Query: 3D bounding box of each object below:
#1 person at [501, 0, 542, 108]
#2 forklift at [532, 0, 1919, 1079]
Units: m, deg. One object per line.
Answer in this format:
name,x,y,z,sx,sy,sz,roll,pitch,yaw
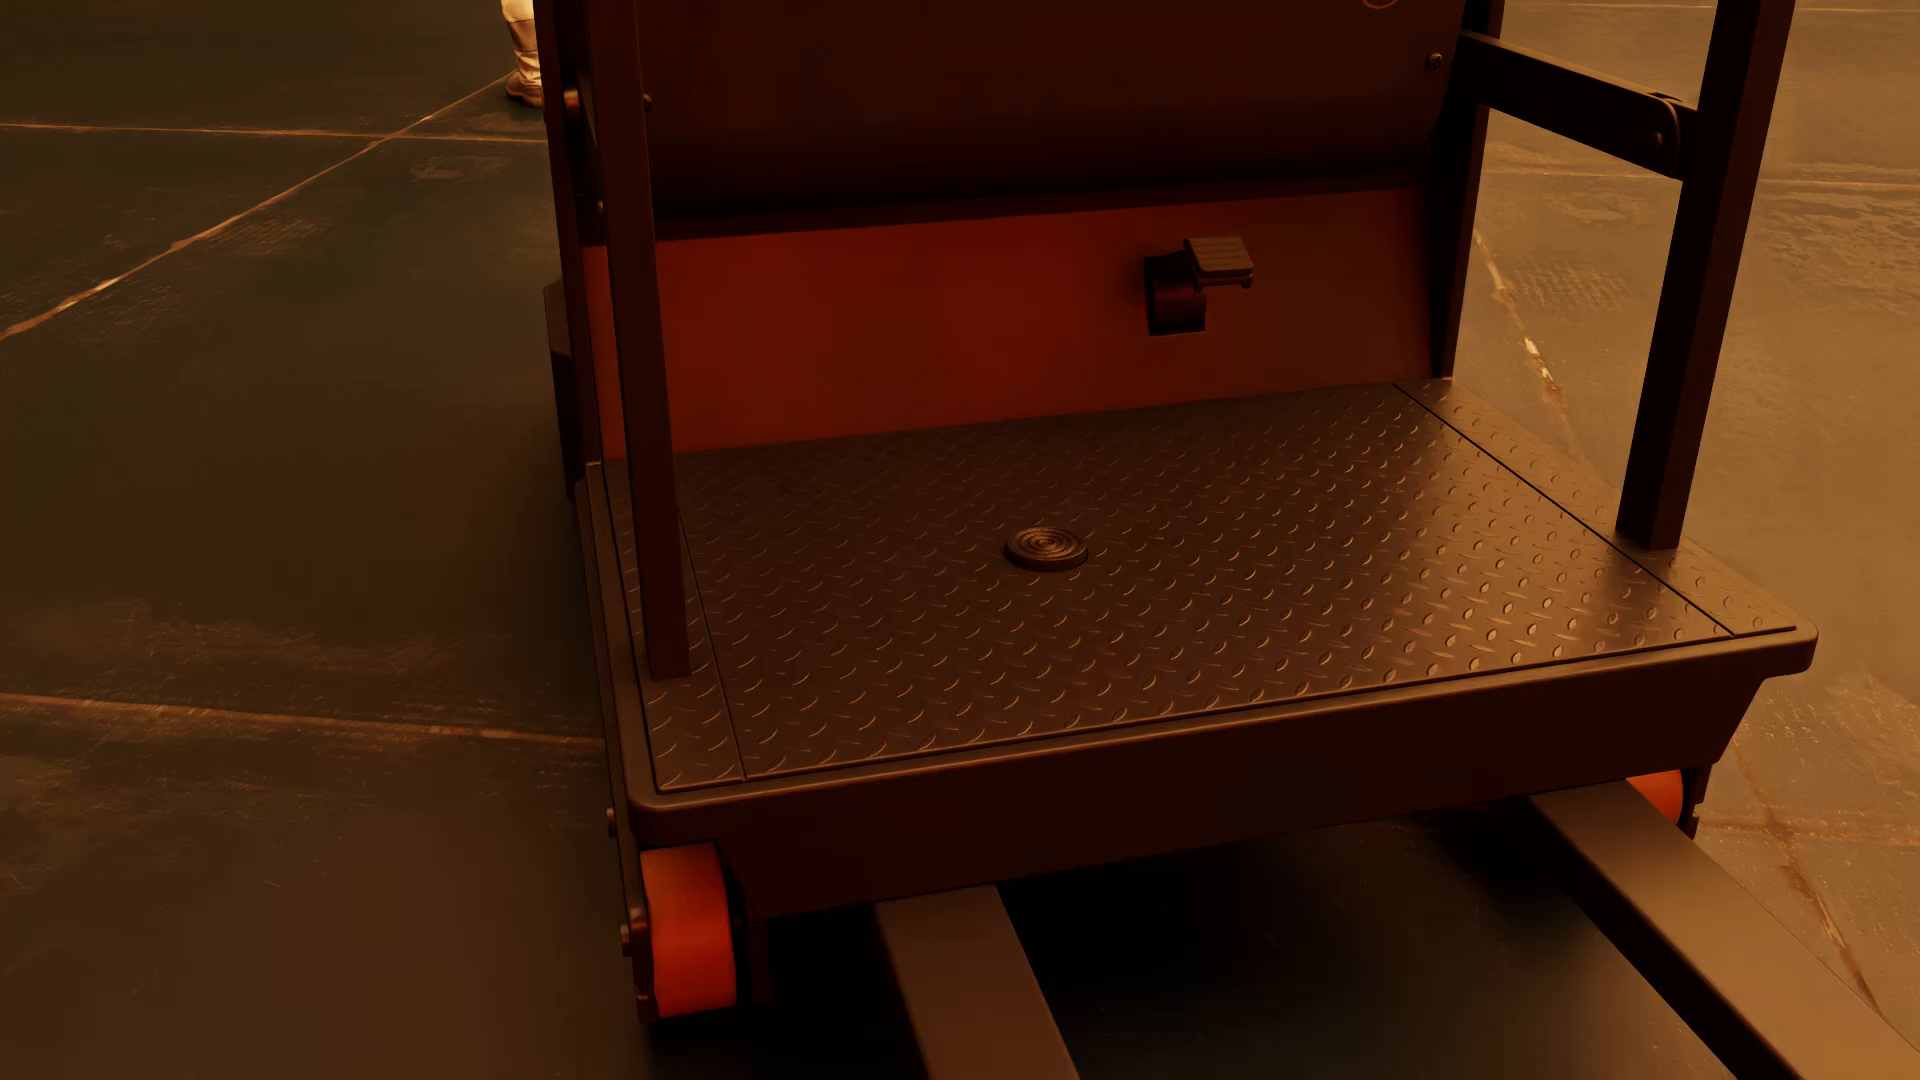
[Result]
person,-1.259,-2.217,4.958,0.612,1.778,0.451,-11,28,-21
forklift,0.153,-1.049,1.319,1.130,2.935,3.031,-7,27,-13
